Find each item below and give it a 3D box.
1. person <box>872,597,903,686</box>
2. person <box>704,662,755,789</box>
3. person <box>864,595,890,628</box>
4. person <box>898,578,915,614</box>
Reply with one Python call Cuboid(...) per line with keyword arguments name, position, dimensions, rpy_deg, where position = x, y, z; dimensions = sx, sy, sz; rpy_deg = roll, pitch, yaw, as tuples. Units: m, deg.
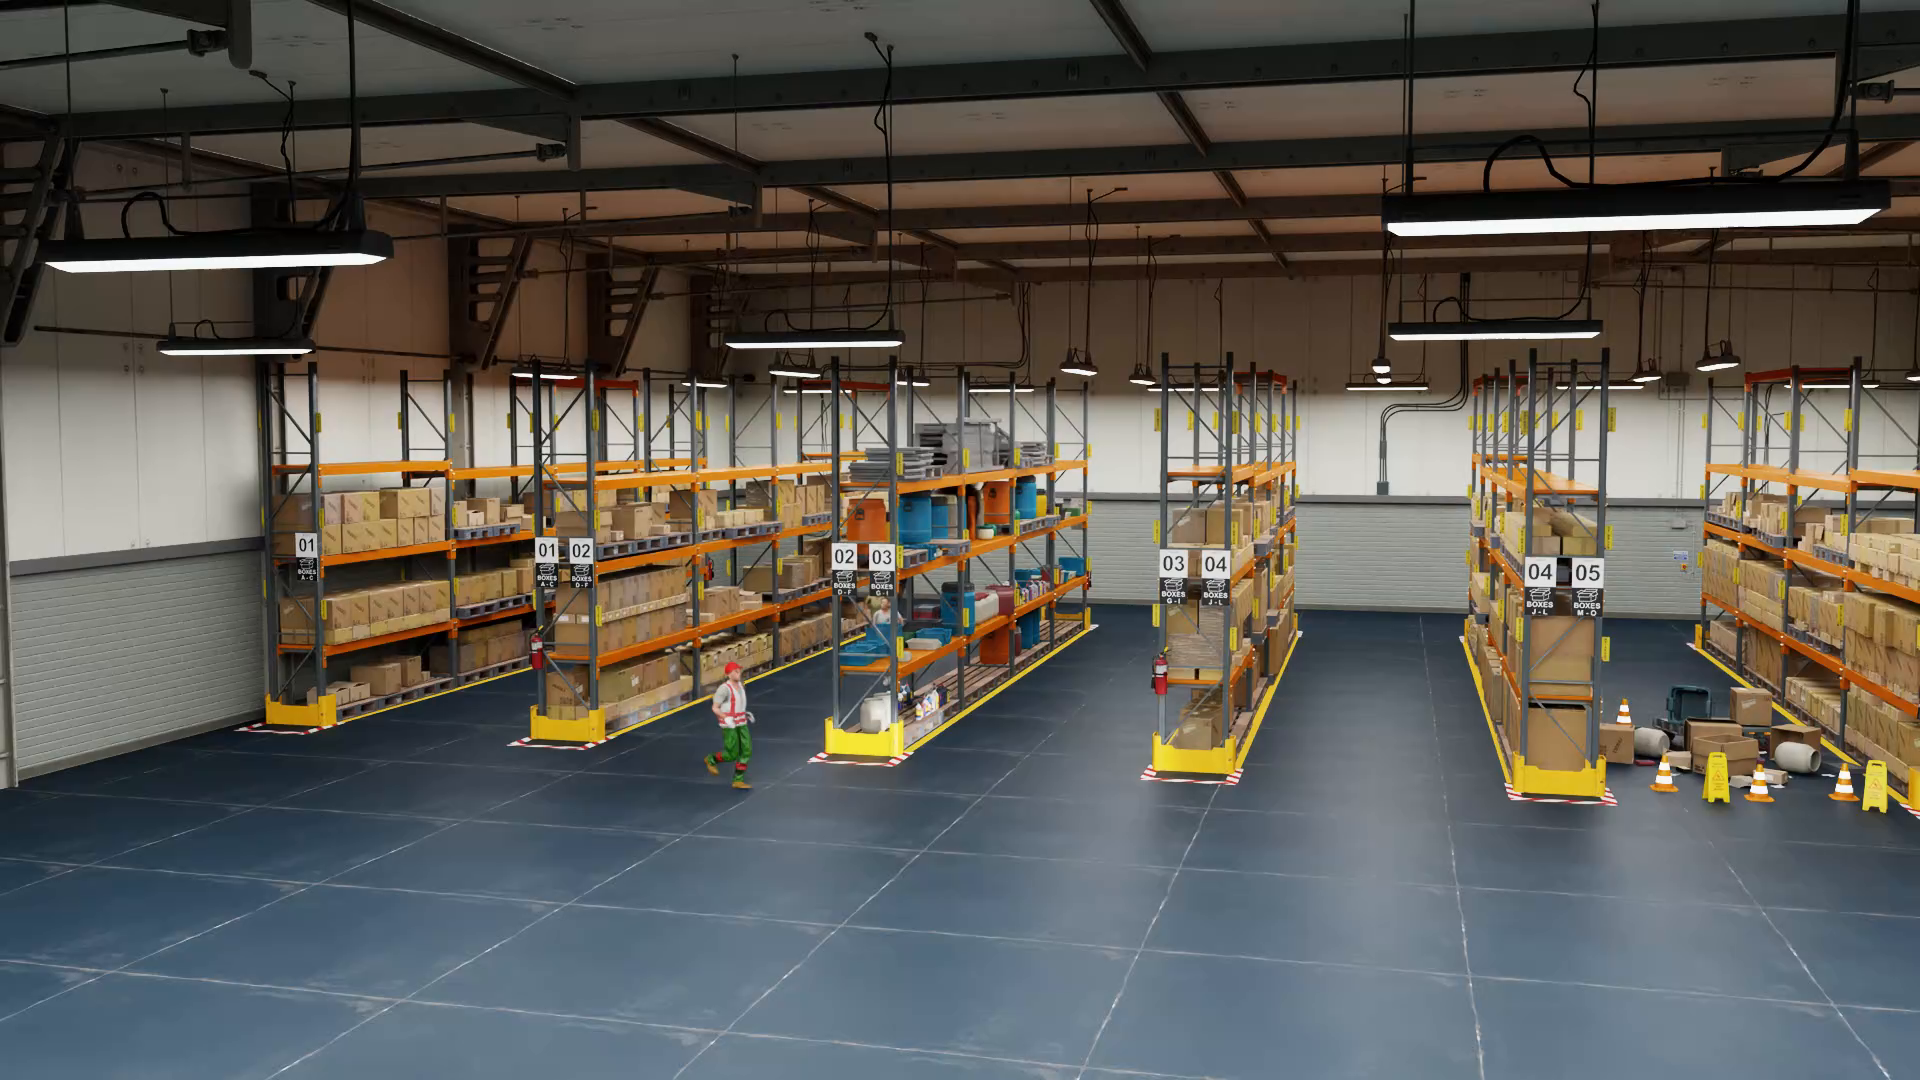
Cuboid(name="person", position=(-1.408, 1.928, 31.874), dimensions=(0.514, 1.713, 0.817), rpy_deg=(2, 4, 23))
Cuboid(name="person", position=(-3.168, 2.534, 22.844), dimensions=(0.749, 1.741, 0.667), rpy_deg=(2, 5, 32))
Cuboid(name="person", position=(-1.753, 1.712, 35.497), dimensions=(0.579, 1.604, 0.623), rpy_deg=(0, 4, -1))
Cuboid(name="person", position=(-1.467, 1.130, 42.878), dimensions=(0.613, 1.768, 0.809), rpy_deg=(-2, 5, -30))
